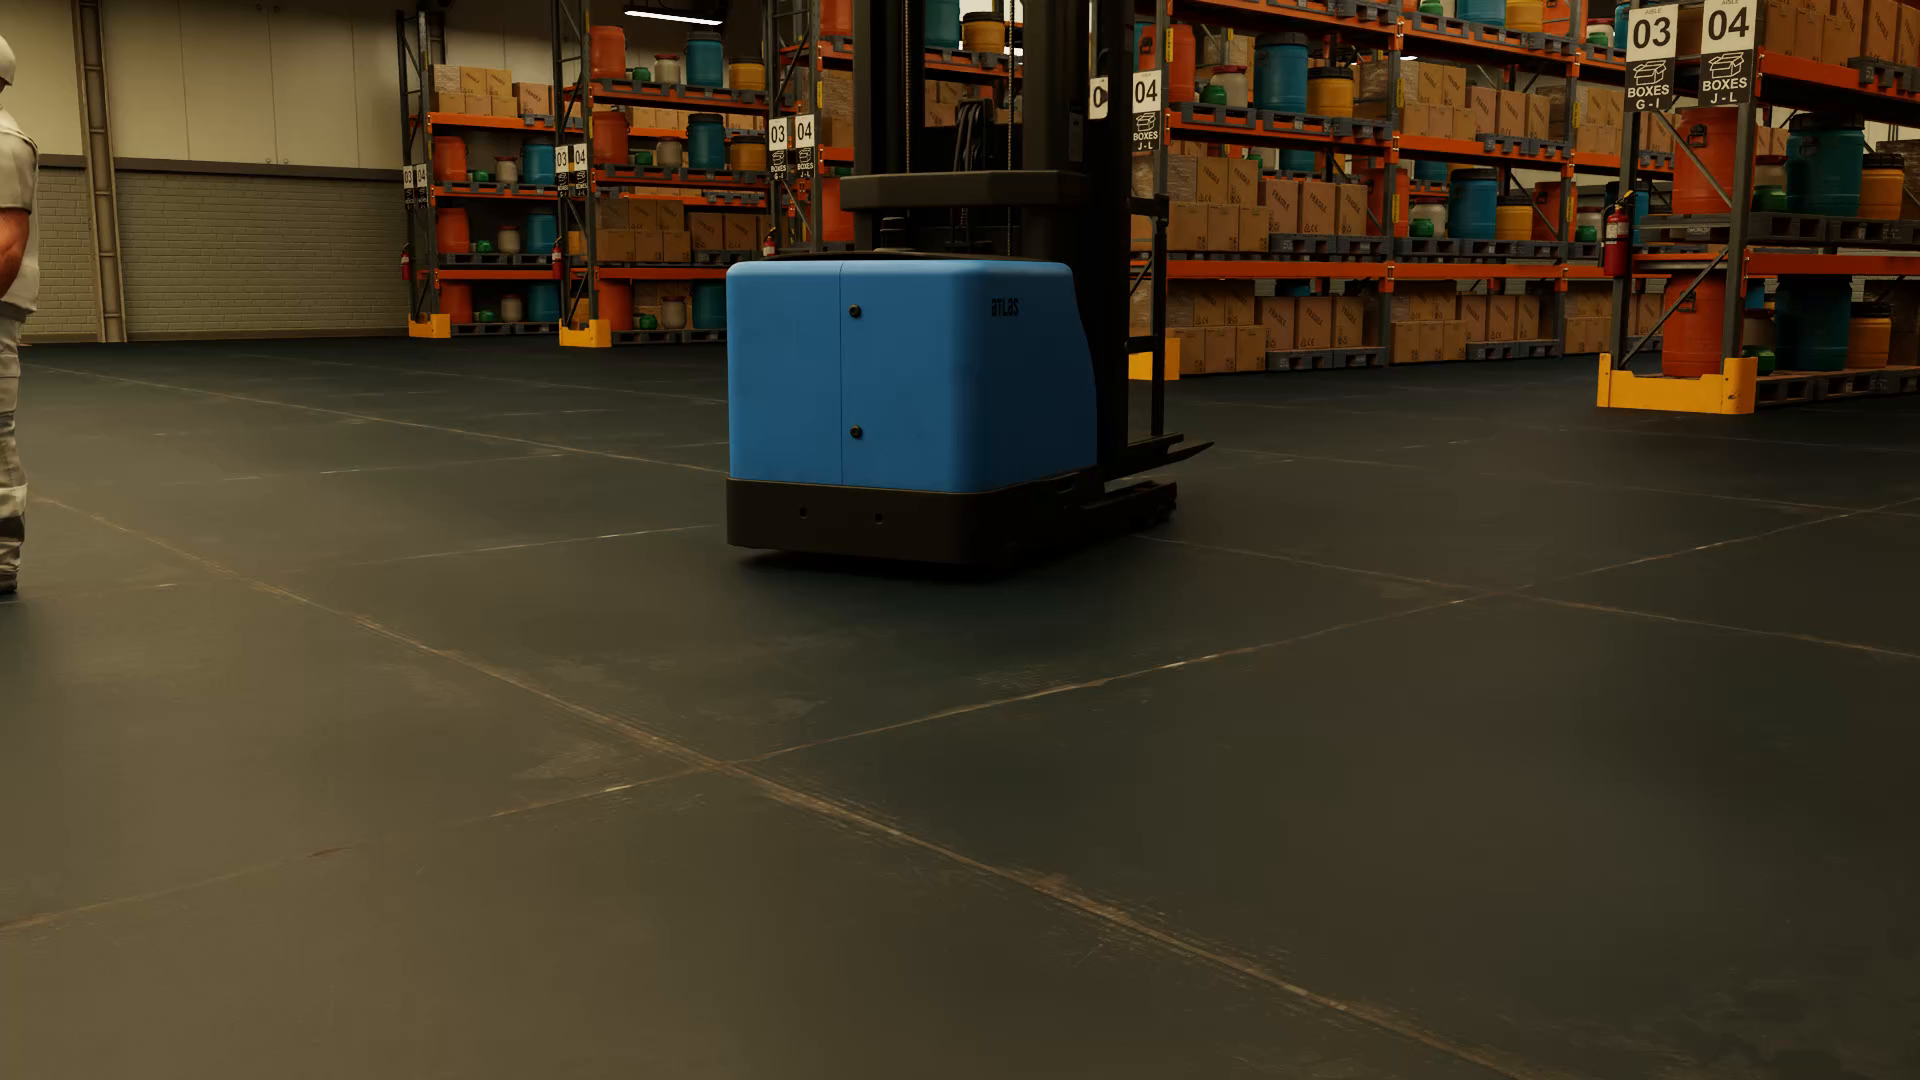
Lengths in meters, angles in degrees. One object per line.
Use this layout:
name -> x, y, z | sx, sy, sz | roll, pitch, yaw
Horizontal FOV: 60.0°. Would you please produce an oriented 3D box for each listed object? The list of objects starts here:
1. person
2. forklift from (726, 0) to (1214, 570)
person -> -3.203, -0.713, 5.252 | 0.564, 1.787, 0.638 | -8, 12, -41
forklift -> 0.275, -1.531, 6.852 | 1.130, 2.935, 3.031 | 4, 10, 26
